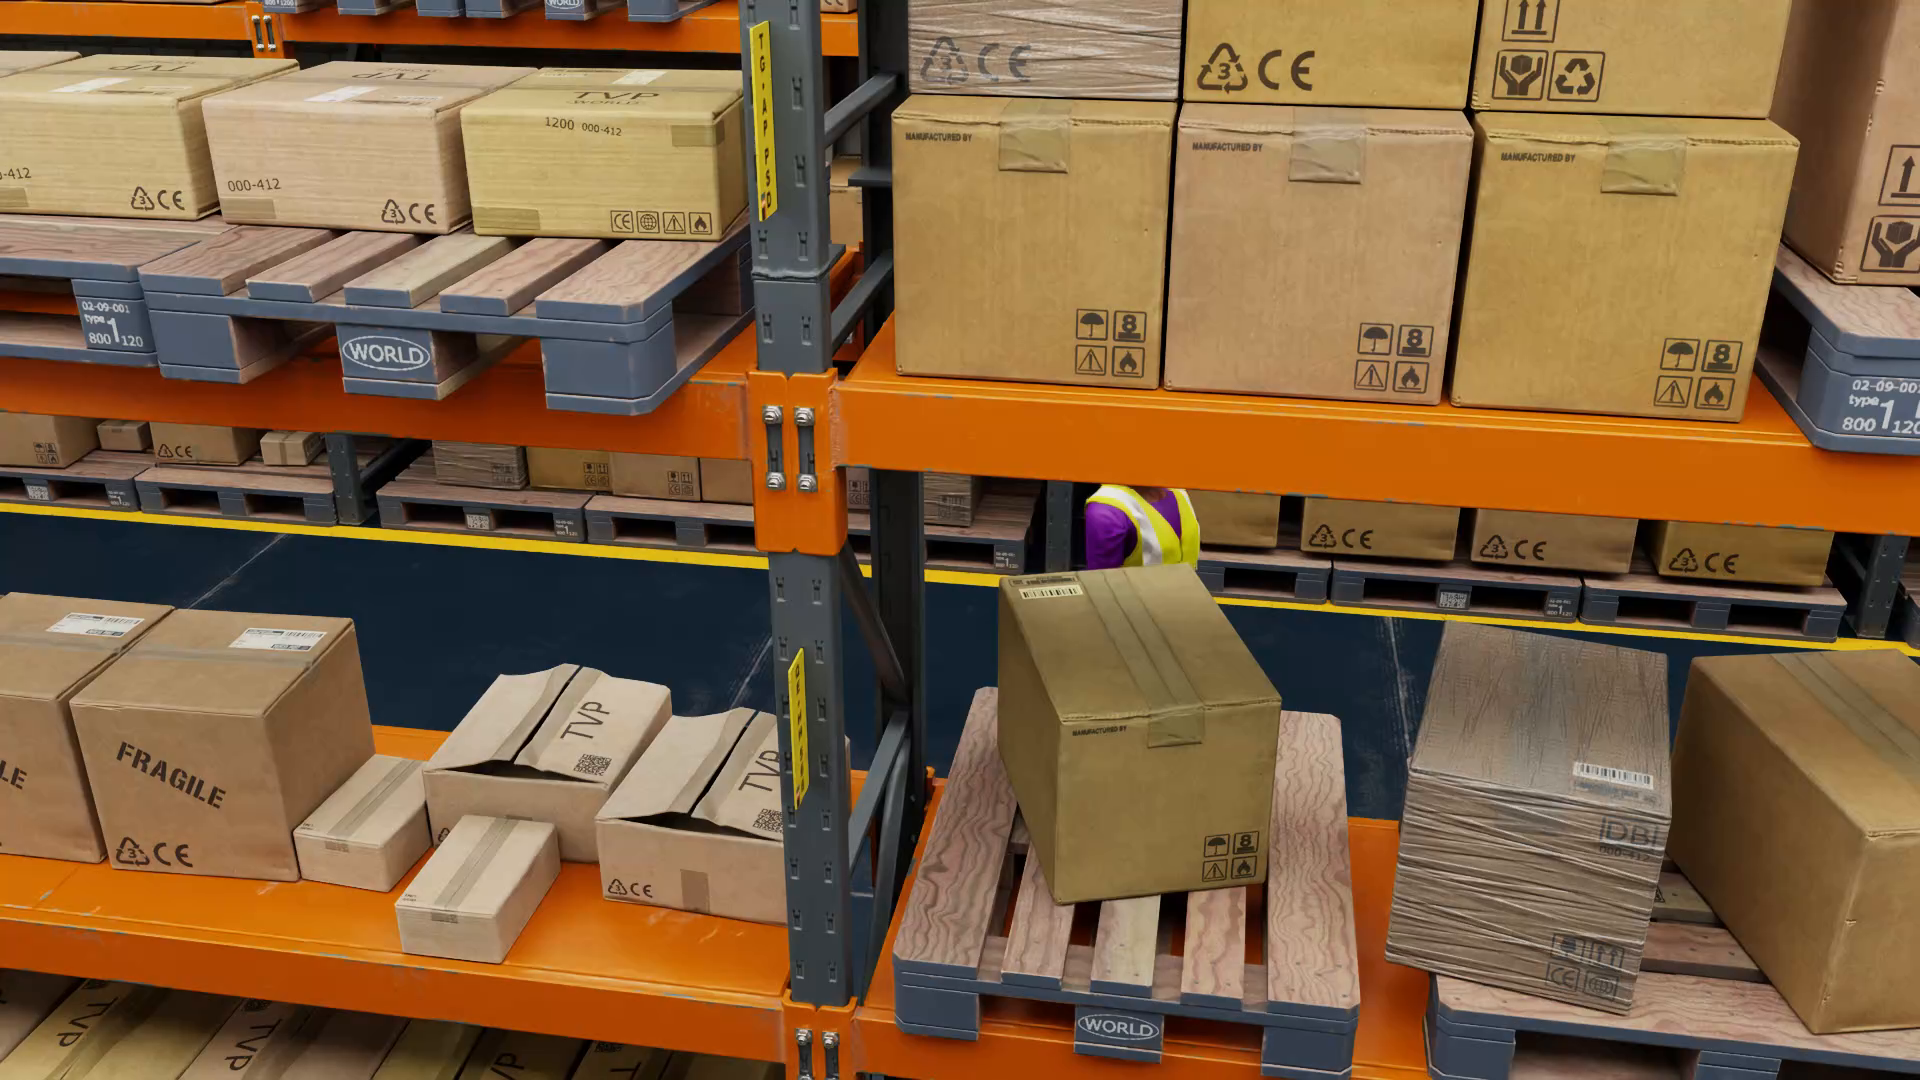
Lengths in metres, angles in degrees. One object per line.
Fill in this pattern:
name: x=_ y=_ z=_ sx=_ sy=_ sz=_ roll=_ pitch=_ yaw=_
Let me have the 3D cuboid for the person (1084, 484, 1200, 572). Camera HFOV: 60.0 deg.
person: x=0.778 y=0.316 z=6.423 sx=0.840 sy=1.738 sz=0.598 roll=19 pitch=31 yaw=35
